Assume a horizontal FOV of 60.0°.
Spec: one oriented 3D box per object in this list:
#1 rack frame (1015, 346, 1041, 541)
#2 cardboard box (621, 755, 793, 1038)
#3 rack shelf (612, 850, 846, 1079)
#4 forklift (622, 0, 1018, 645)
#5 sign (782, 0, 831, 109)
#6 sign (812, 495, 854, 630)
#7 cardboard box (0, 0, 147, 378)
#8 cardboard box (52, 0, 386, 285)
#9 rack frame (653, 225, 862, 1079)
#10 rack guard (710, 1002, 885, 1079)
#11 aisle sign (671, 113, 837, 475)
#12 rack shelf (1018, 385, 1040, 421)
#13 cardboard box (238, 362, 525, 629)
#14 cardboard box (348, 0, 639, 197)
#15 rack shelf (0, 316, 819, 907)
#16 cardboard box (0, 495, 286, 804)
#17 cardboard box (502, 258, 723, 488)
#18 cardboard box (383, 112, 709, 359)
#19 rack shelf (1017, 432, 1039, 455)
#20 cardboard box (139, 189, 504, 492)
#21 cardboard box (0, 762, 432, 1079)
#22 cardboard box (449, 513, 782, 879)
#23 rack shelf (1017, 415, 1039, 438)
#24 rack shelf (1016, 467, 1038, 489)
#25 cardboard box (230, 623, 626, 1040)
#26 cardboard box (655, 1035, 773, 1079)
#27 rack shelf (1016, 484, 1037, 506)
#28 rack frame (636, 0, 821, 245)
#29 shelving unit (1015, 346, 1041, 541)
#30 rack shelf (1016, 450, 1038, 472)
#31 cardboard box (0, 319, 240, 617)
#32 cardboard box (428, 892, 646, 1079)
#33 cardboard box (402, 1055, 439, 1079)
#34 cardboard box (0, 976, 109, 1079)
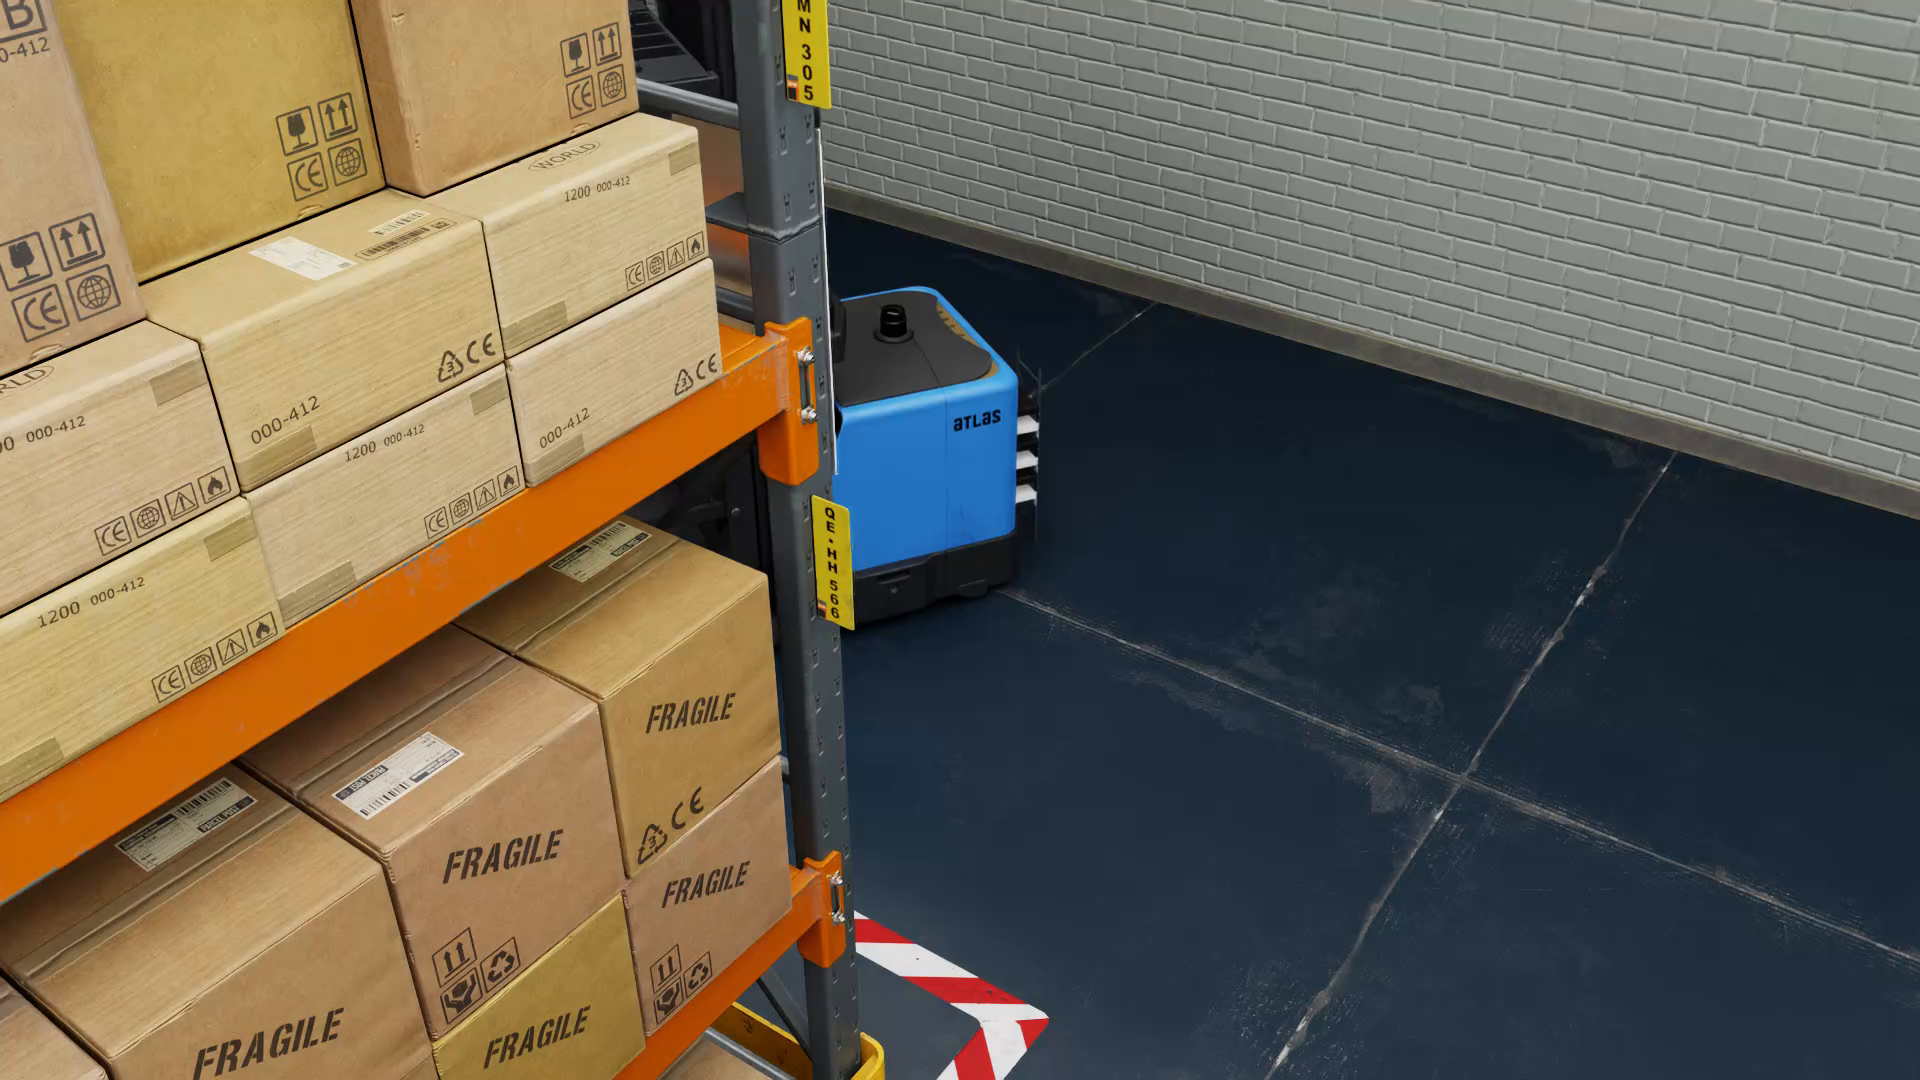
[{"bbox_3d":[0.304,-0.430,7.582,0.006,0.900,0.240,-13,36,-19],"label":"rack frame"},{"bbox_3d":[-0.756,0.729,3.905,0.500,0.500,0.500,23,40,30],"label":"cardboard box"},{"bbox_3d":[-1.865,1.696,3.207,1.077,0.370,4.000,21,39,28],"label":"rack shelf"},{"bbox_3d":[-1.310,-0.928,6.506,3.031,2.935,1.130,-13,36,-19],"label":"forklift"},{"bbox_3d":[-0.280,-0.946,3.002,0.100,0.325,0.005,21,39,28],"label":"sign"},{"bbox_3d":[-0.280,0.053,3.678,0.100,0.325,0.005,21,39,28],"label":"sign"},{"bbox_3d":[-1.556,-0.512,2.170,0.700,0.500,0.500,21,39,28],"label":"cardboard box"},{"bbox_3d":[-1.359,-0.776,2.561,0.700,0.500,0.500,21,39,28],"label":"cardboard box"},{"bbox_3d":[-0.725,0.477,4.367,1.000,3.000,0.127,21,39,28],"label":"rack frame"},{"bbox_3d":[-0.768,1.548,5.015,1.175,0.500,0.348,21,39,28],"label":"rack guard"},{"bbox_3d":[-0.434,-0.533,3.540,0.394,0.787,0.004,21,39,28],"label":"aisle sign"},{"bbox_3d":[0.211,-0.603,7.417,0.200,0.077,0.258,-13,36,-19],"label":"rack shelf"},{"bbox_3d":[-1.095,-0.156,2.759,0.500,0.250,0.500,21,39,28],"label":"cardboard box"},{"bbox_3d":[-1.004,-0.979,2.861,0.700,0.500,0.500,21,39,28],"label":"cardboard box"},{"bbox_3d":[-1.865,0.453,2.367,1.077,0.370,4.000,21,39,28],"label":"rack shelf"},{"bbox_3d":[-1.369,0.078,2.413,0.500,0.250,0.500,21,39,28],"label":"cardboard box"},{"bbox_3d":[-0.801,-0.382,3.094,0.500,0.250,0.500,21,39,28],"label":"cardboard box"},{"bbox_3d":[-0.808,-0.592,2.958,0.500,0.250,0.500,21,39,28],"label":"cardboard box"},{"bbox_3d":[0.211,-0.454,7.517,0.200,0.077,0.258,-13,36,-19],"label":"rack shelf"},{"bbox_3d":[-1.093,-0.362,2.618,0.500,0.250,0.500,21,39,28],"label":"cardboard box"},{"bbox_3d":[-1.332,0.787,2.926,0.500,0.500,0.500,22,40,29],"label":"cardboard box"},{"bbox_3d":[-0.752,0.314,3.626,0.500,0.500,0.500,21,39,28],"label":"cardboard box"},{"bbox_3d":[0.211,-0.529,7.467,0.200,0.077,0.258,-13,36,-19],"label":"rack shelf"},{"bbox_3d":[0.211,-0.305,7.618,0.200,0.077,0.258,-13,36,-19],"label":"rack shelf"},{"bbox_3d":[-1.040,0.547,3.281,0.500,0.500,0.500,22,40,29],"label":"cardboard box"},{"bbox_3d":[-0.832,1.659,4.457,0.500,0.500,0.500,21,39,28],"label":"cardboard box"},{"bbox_3d":[0.211,-0.231,7.669,0.200,0.077,0.258,-13,36,-19],"label":"rack shelf"},{"bbox_3d":[-0.725,-2.008,2.686,1.000,3.000,0.127,21,39,28],"label":"rack frame"},{"bbox_3d":[0.211,-0.407,7.549,0.210,0.900,0.258,-13,36,-19],"label":"shelving unit"},{"bbox_3d":[0.211,-0.380,7.568,0.200,0.077,0.258,-13,36,-19],"label":"rack shelf"},{"bbox_3d":[-1.381,-0.133,2.279,0.500,0.250,0.500,21,39,28],"label":"cardboard box"},{"bbox_3d":[-1.049,0.969,3.550,0.500,0.500,0.500,22,40,29],"label":"cardboard box"},{"bbox_3d":[-1.338,1.197,3.214,0.500,0.500,0.500,22,40,29],"label":"cardboard box"},{"bbox_3d":[-1.624,1.024,2.577,0.500,0.500,0.500,23,40,30],"label":"cardboard box"}]
